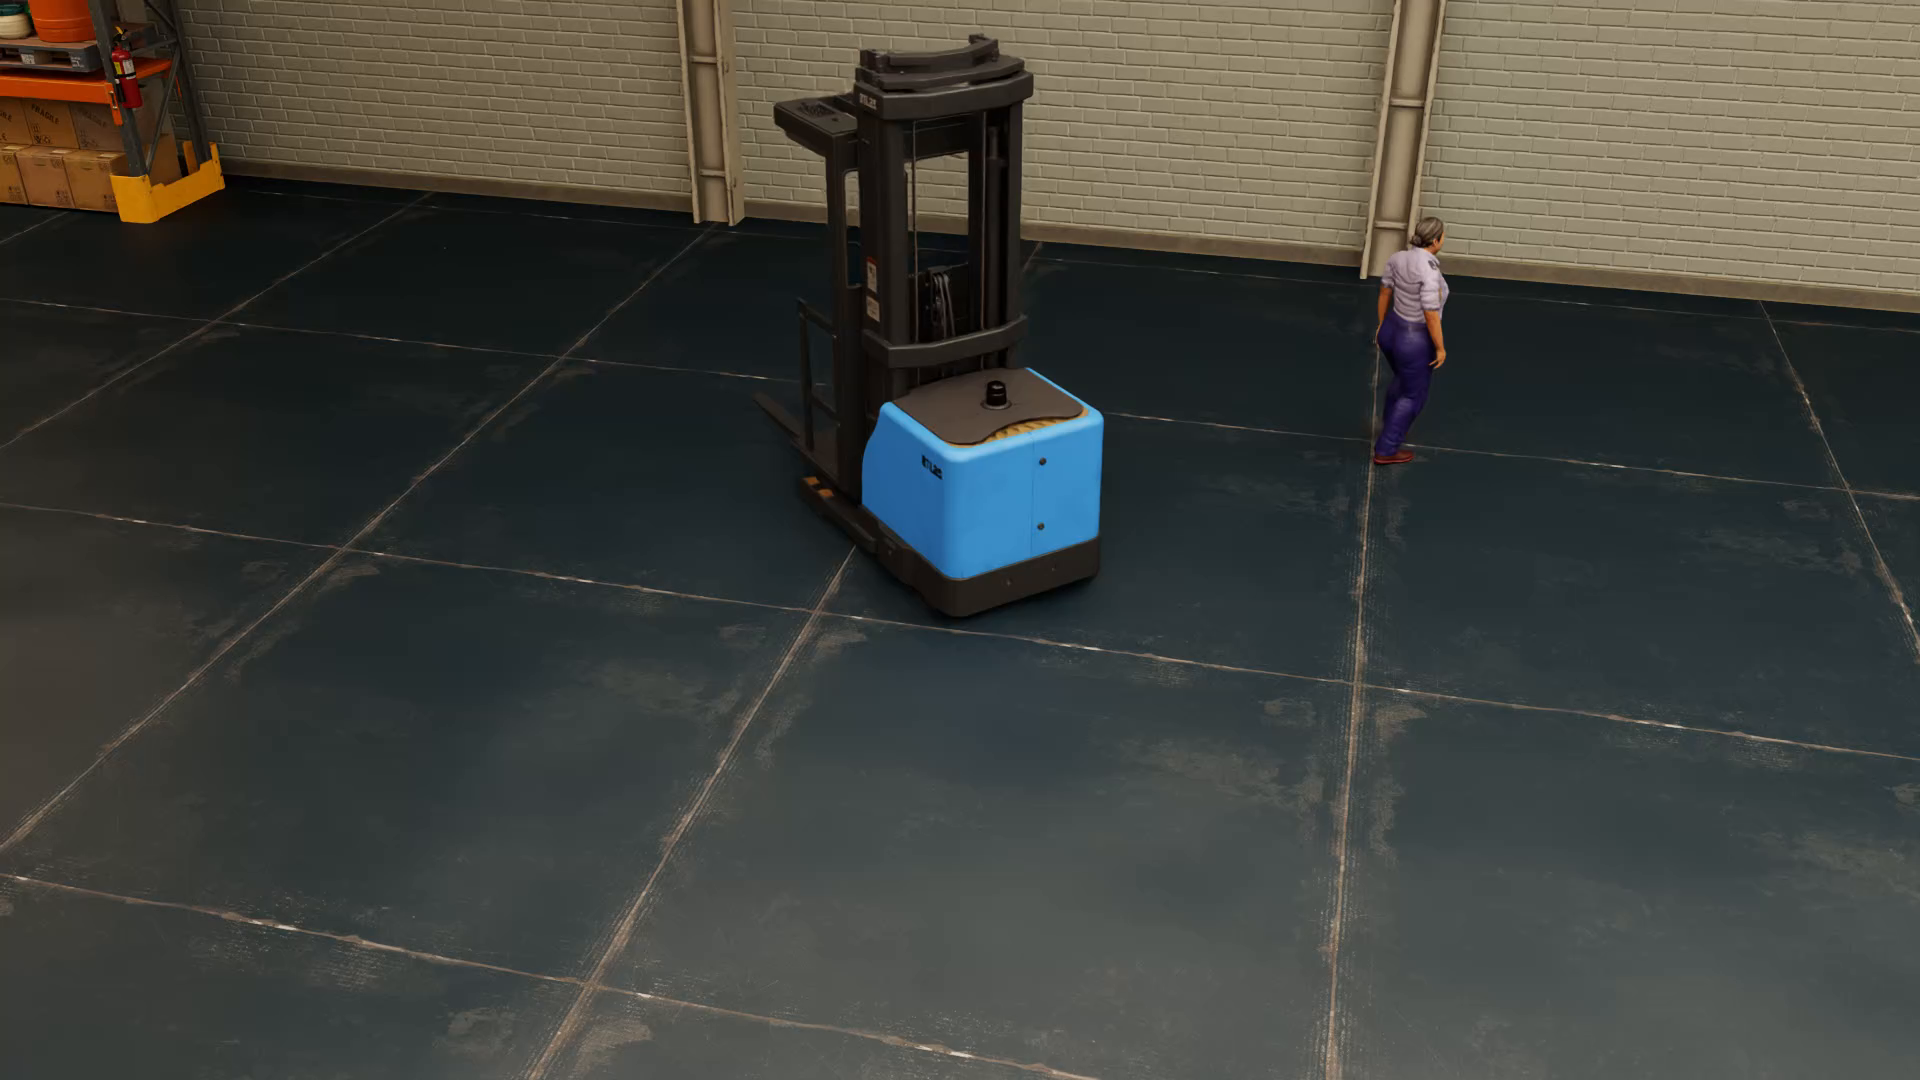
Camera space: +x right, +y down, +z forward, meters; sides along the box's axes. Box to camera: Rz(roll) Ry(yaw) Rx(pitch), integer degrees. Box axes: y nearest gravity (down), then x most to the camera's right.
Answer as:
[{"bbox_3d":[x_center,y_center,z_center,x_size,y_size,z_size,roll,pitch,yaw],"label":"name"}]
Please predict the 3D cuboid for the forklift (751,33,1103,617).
[{"bbox_3d":[-0.378,-1.538,9.884,1.130,2.935,3.031,-17,33,-27],"label":"forklift"}]

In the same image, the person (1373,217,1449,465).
[{"bbox_3d":[2.953,-1.291,10.821,0.528,1.687,0.597,-10,31,-17],"label":"person"}]
